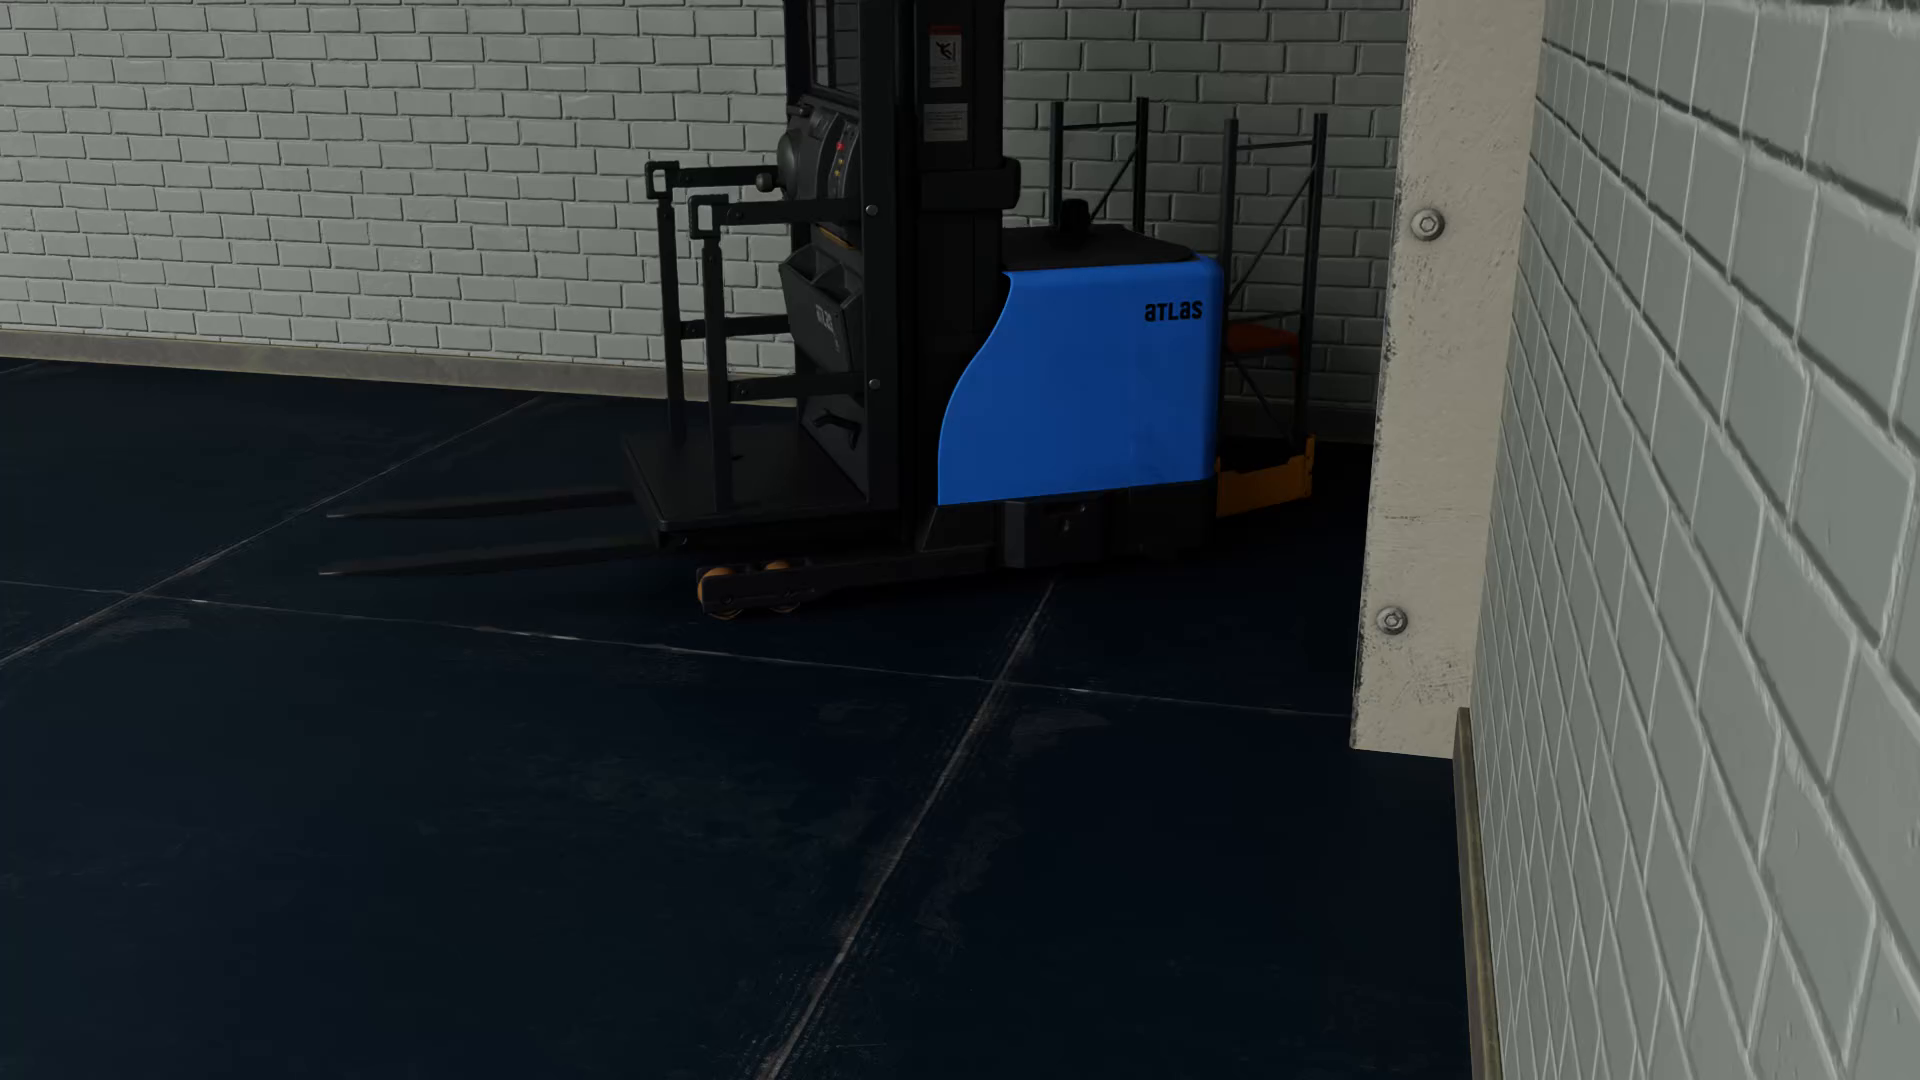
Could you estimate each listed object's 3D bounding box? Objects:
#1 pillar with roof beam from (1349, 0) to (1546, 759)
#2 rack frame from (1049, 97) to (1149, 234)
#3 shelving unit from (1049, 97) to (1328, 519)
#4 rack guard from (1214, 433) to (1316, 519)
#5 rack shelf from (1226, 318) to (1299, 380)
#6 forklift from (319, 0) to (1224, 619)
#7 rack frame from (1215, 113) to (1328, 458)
[{"bbox_3d":[-2.916,-4.082,4.217,9.100,9.000,0.400,5,19,13],"label":"pillar with roof beam"},{"bbox_3d":[0.583,-1.115,7.131,0.500,1.500,0.032,-13,23,-33],"label":"rack frame"},{"bbox_3d":[0.878,-0.977,6.729,0.587,1.500,1.083,-13,23,-33],"label":"shelving unit"},{"bbox_3d":[1.162,-0.254,6.544,0.587,0.250,0.087,-13,23,-33],"label":"rack guard"},{"bbox_3d":[0.873,-0.810,6.794,0.538,0.185,1.000,-13,23,-33],"label":"rack shelf"},{"bbox_3d":[-0.657,-1.320,5.516,3.031,2.935,1.130,-6,20,-17],"label":"forklift"},{"bbox_3d":[1.162,-0.845,6.341,0.500,1.500,0.032,-13,23,-33],"label":"rack frame"}]
